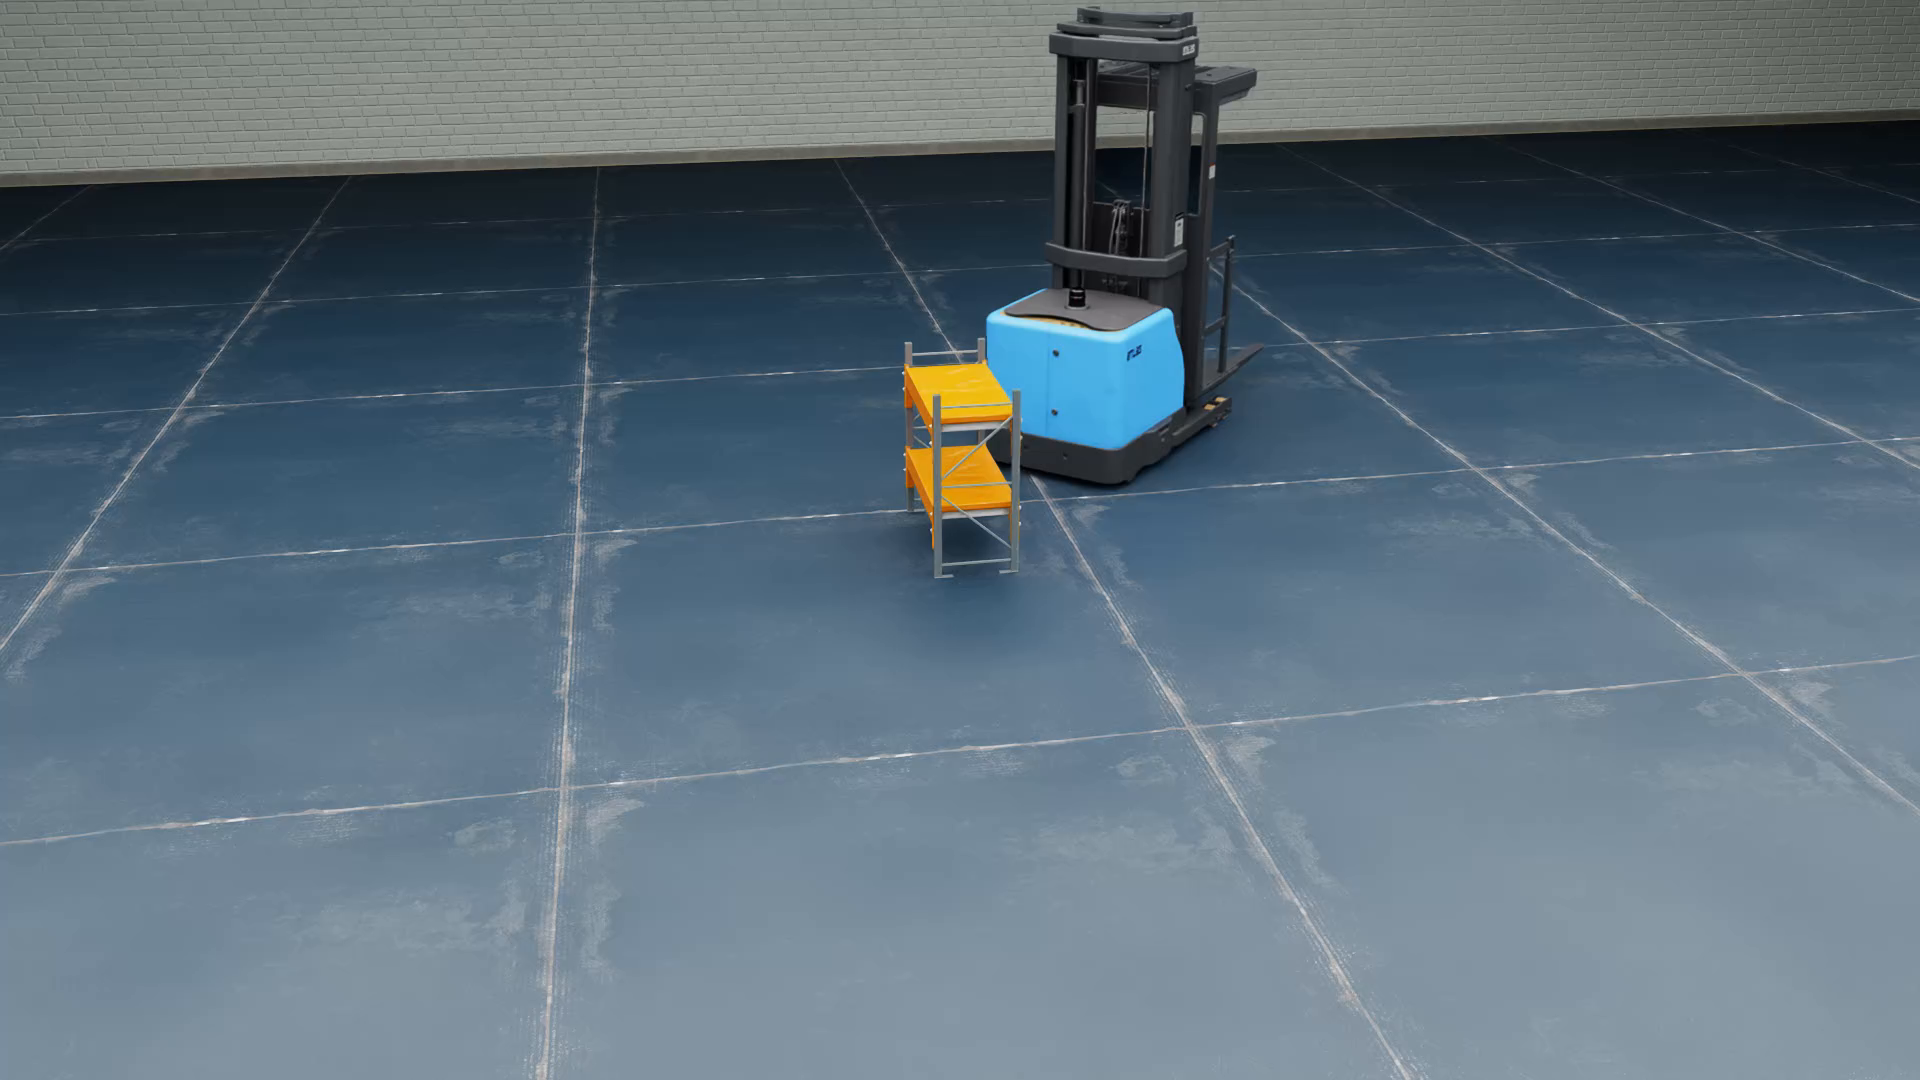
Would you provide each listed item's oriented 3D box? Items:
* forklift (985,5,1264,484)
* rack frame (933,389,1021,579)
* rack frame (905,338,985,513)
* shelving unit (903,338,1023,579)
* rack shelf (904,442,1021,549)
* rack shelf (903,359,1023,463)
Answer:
[{"bbox_3d":[1.356,-2.253,11.747,1.130,2.935,3.031,14,27,28],"label":"forklift"},{"bbox_3d":[0.095,-0.313,9.561,0.500,1.125,0.032,-4,24,-10],"label":"rack frame"},{"bbox_3d":[-0.093,-0.713,10.477,0.500,1.125,0.032,-4,24,-10],"label":"rack frame"},{"bbox_3d":[0.001,-0.513,10.019,0.538,1.125,1.048,-4,24,-10],"label":"shelving unit"},{"bbox_3d":[0.001,-0.289,10.117,0.538,0.278,1.000,-4,24,-10],"label":"rack shelf"},{"bbox_3d":[0.001,-0.781,9.902,0.538,0.278,1.000,-4,24,-10],"label":"rack shelf"}]
